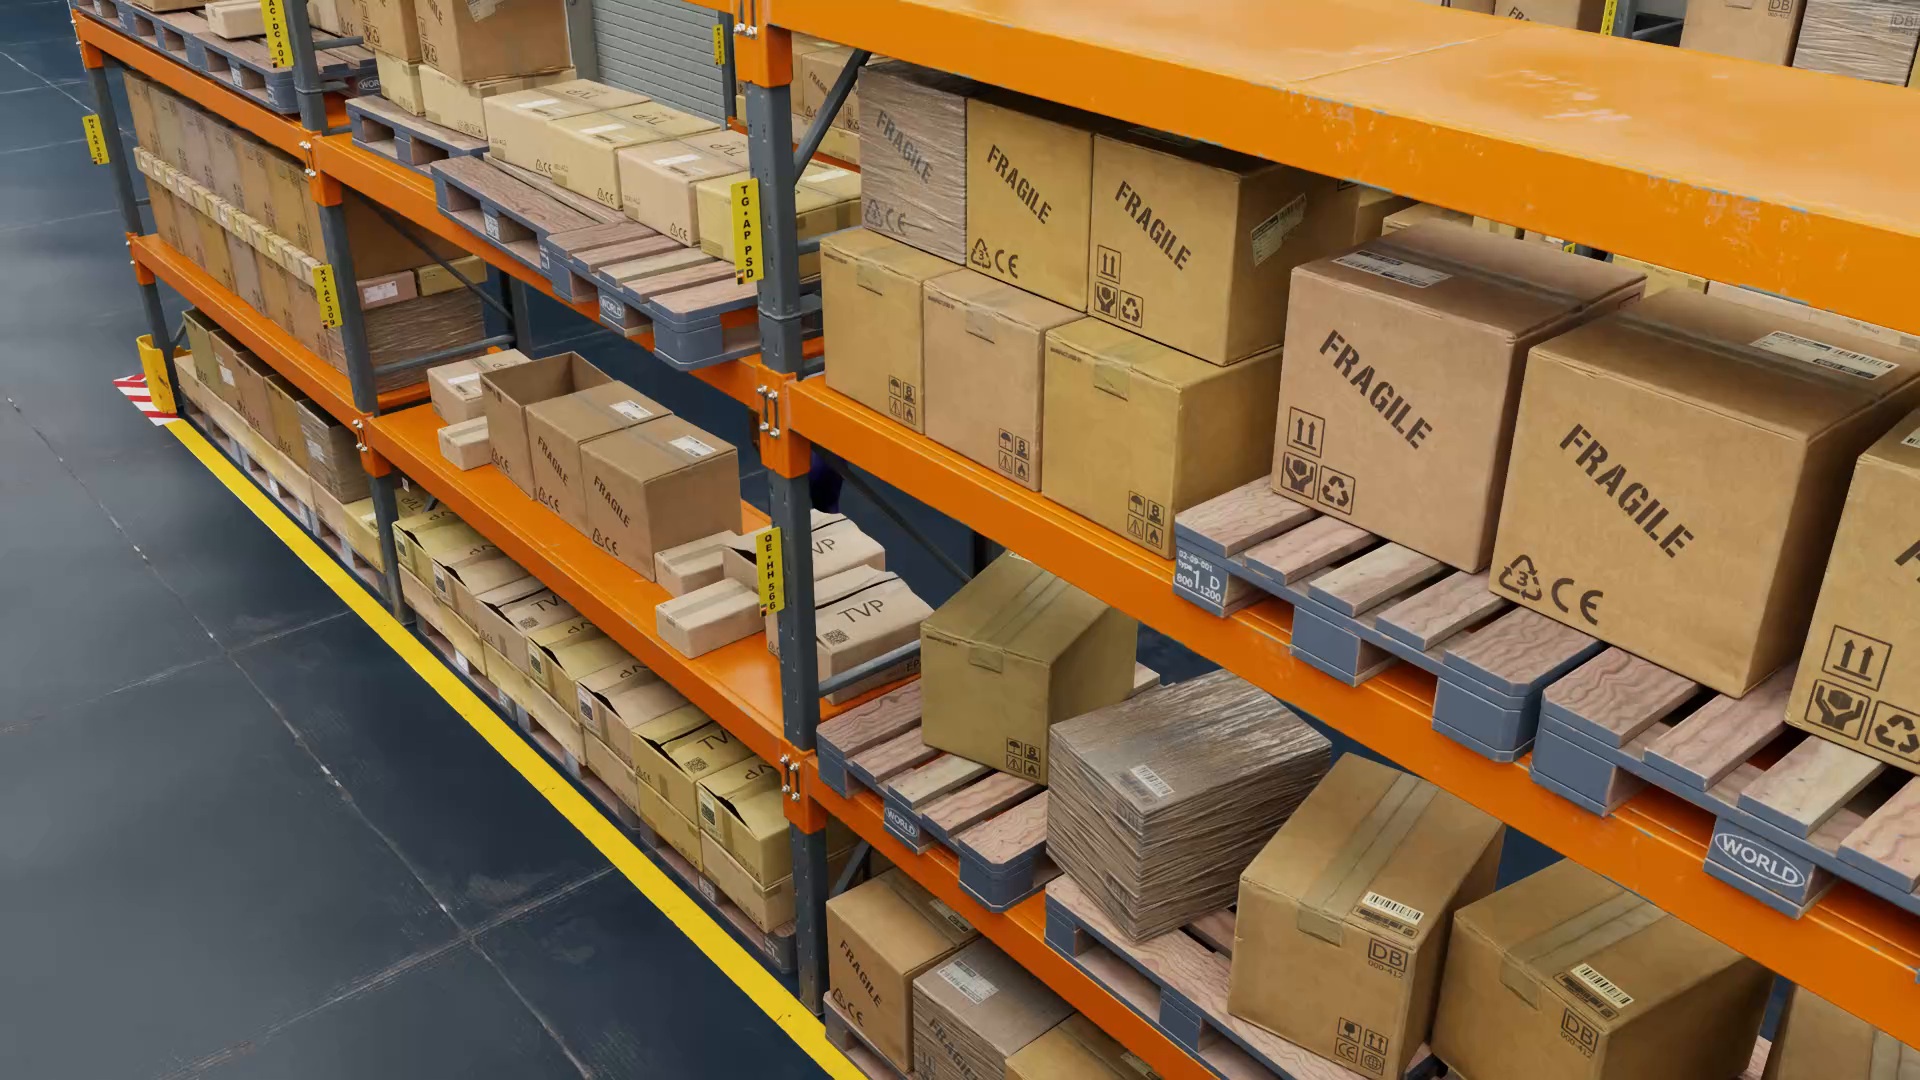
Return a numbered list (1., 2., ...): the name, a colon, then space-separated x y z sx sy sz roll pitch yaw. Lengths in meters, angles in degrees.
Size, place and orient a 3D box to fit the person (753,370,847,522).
1. person: -0.930 -0.488 9.553 0.435 1.646 0.533 -23 36 -36
